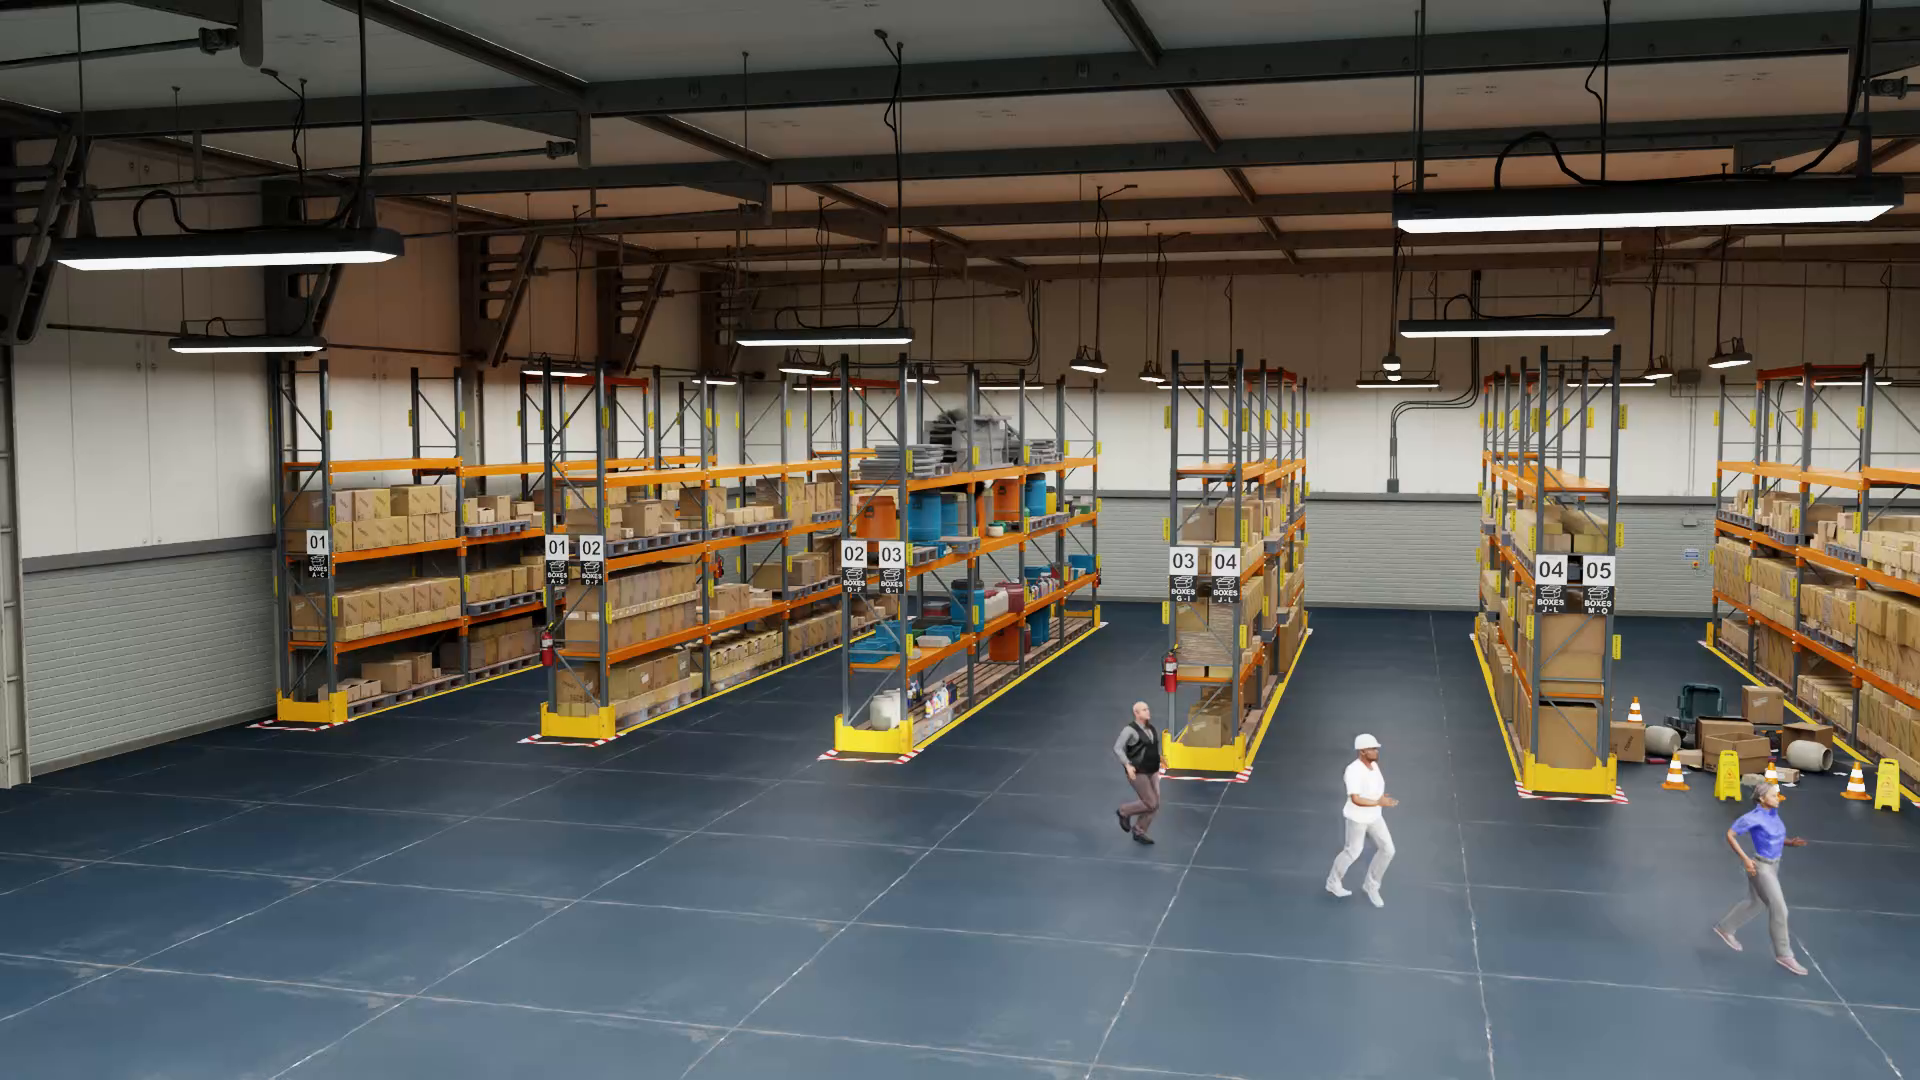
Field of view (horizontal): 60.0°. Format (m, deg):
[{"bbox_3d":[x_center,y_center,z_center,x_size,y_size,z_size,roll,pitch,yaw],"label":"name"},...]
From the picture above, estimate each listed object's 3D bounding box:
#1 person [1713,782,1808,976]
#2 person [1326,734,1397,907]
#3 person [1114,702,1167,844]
[{"bbox_3d":[7.374,3.061,15.284,0.885,1.682,0.562,4,6,45],"label":"person"},{"bbox_3d":[4.175,2.894,17.148,0.668,1.808,0.823,-4,6,-45],"label":"person"},{"bbox_3d":[2.164,2.757,19.710,0.575,1.680,0.664,4,6,45],"label":"person"}]
